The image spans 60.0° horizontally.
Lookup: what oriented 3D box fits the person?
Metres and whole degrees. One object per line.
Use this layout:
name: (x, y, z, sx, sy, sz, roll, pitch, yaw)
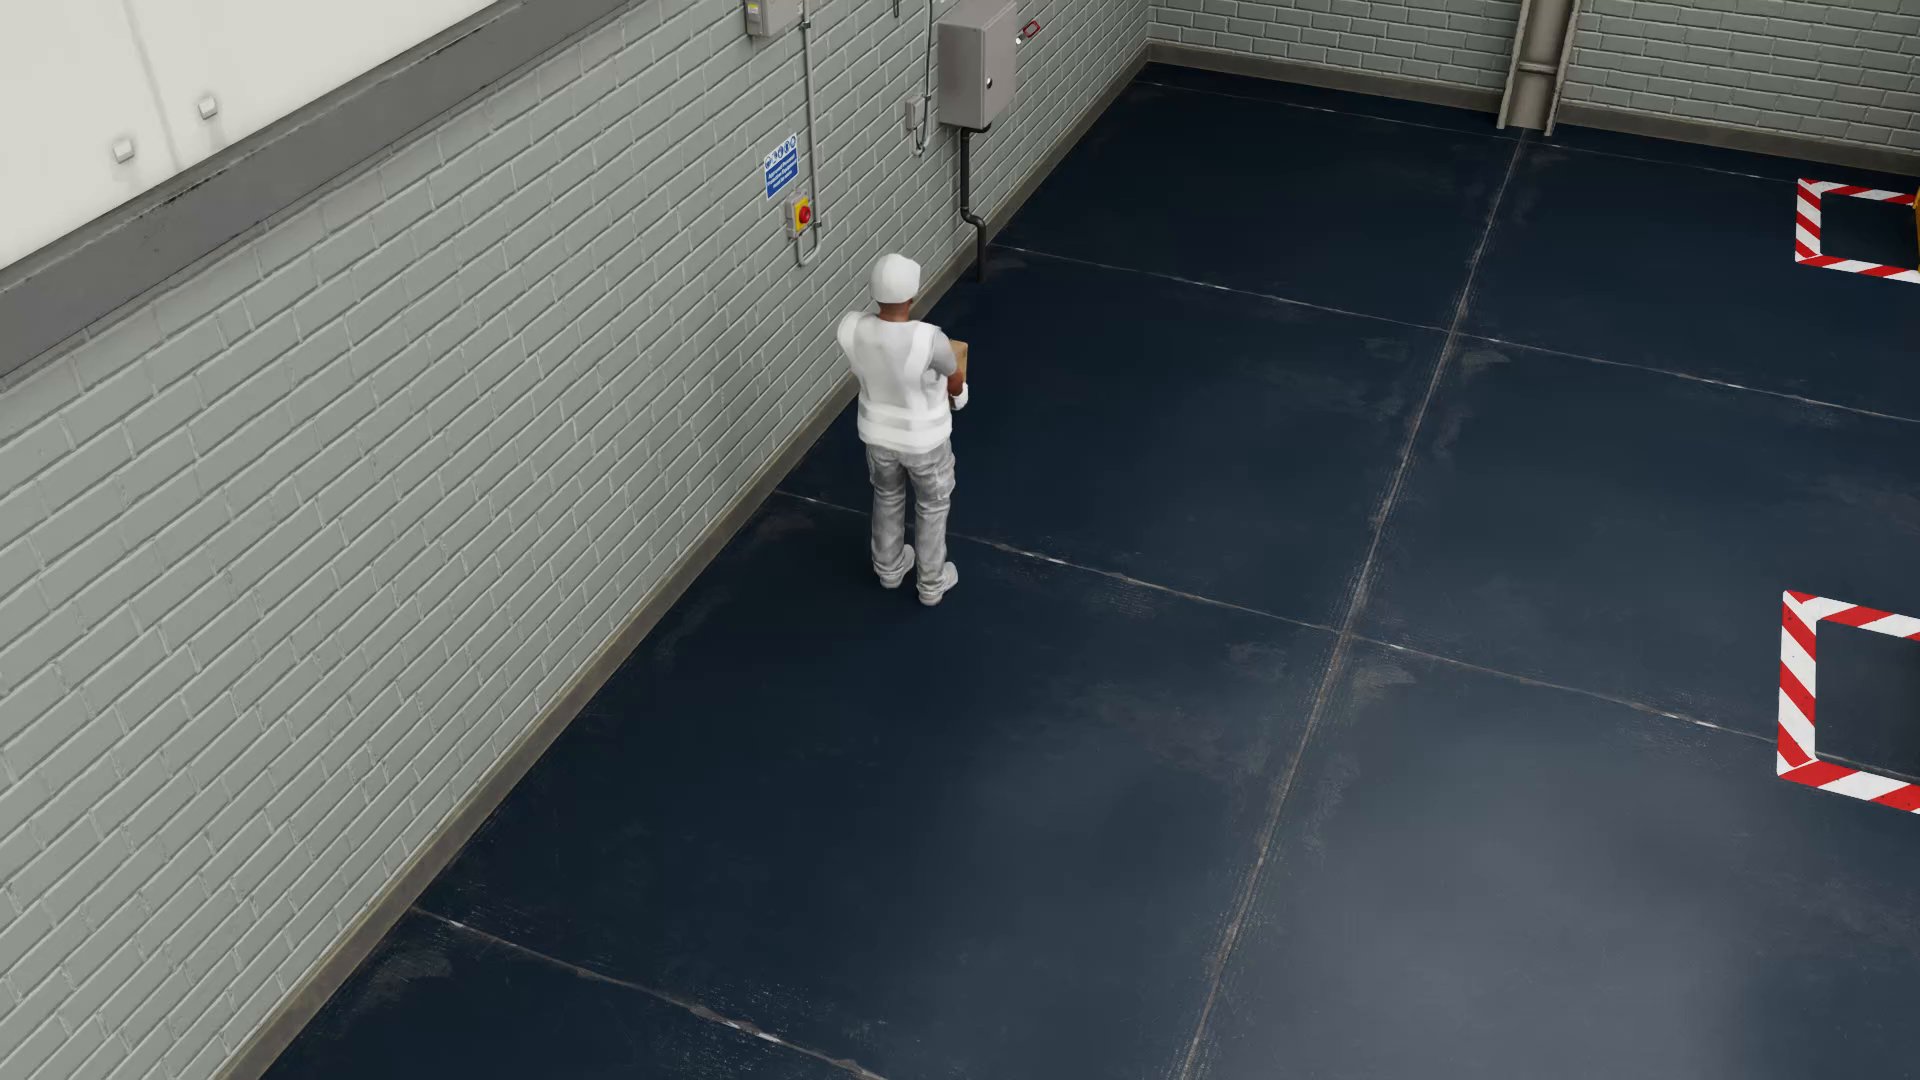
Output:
person: (-0.217, -0.543, 7.521, 0.488, 1.780, 0.567, 15, 40, 18)
